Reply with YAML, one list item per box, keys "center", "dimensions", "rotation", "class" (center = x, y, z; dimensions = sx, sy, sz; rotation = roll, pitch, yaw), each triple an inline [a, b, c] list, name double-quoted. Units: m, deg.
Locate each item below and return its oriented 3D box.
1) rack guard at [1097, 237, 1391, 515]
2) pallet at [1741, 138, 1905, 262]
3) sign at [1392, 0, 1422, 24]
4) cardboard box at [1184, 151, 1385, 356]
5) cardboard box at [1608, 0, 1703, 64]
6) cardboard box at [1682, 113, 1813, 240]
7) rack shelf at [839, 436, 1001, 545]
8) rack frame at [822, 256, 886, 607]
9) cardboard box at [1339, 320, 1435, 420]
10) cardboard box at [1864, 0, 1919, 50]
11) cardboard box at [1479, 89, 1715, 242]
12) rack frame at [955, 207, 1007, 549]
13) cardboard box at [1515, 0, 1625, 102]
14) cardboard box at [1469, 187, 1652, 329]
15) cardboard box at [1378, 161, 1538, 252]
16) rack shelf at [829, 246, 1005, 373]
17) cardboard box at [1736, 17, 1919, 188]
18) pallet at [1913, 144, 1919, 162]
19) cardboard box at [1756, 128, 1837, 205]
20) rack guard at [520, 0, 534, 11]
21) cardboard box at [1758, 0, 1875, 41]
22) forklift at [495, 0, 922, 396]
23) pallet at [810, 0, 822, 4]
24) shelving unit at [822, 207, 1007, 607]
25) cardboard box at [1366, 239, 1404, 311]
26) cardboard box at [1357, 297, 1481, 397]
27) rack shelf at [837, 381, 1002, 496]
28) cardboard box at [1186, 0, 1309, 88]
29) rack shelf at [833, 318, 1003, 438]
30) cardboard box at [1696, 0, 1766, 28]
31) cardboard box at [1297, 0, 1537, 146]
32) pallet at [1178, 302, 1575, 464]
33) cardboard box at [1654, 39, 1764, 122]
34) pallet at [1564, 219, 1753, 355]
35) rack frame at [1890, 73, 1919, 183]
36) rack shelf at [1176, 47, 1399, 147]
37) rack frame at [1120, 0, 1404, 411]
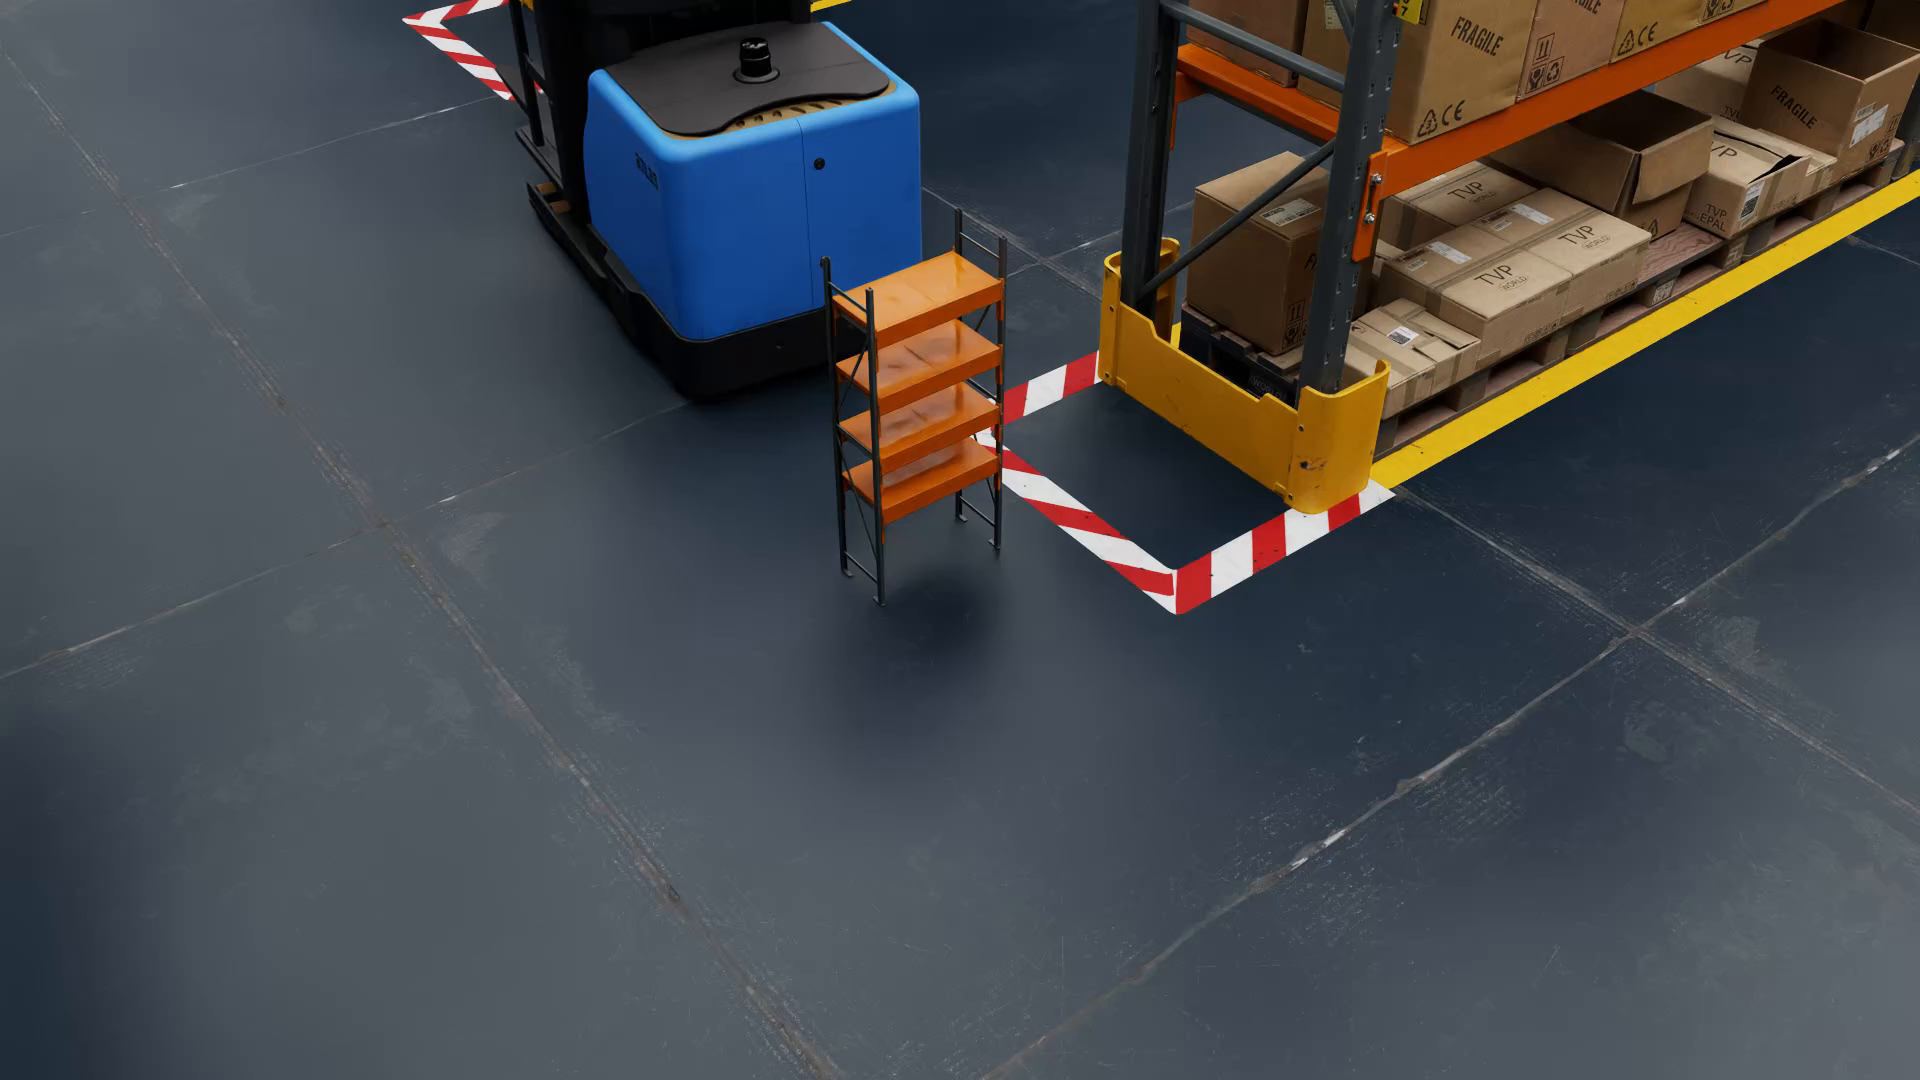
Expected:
- center: [1.007, -0.626, 6.119]
  dimensions: [0.348, 0.500, 1.175]
  rotation: [-26, 46, -28]
  class: "rack guard"
- center: [3.574, -1.766, 7.736]
  dimensions: [1.213, 0.211, 1.003]
  rotation: [-26, 46, -28]
  class: "pallet"
- center: [1.278, -1.625, 4.683]
  dimensions: [0.005, 0.325, 0.100]
  rotation: [-26, 46, -28]
  class: "sign"
- center: [1.228, -1.101, 6.351]
  dimensions: [0.500, 0.500, 0.500]
  rotation: [-26, 46, -28]
  class: "cardboard box"
- center: [2.265, -2.035, 5.787]
  dimensions: [0.500, 0.500, 0.500]
  rotation: [-26, 46, -28]
  class: "cardboard box"
- center: [3.245, -1.587, 7.093]
  dimensions: [0.500, 0.311, 0.500]
  rotation: [-26, 46, -28]
  class: "cardboard box"
- center: [-0.131, -0.194, 5.460]
  dimensions: [0.480, 0.148, 0.258]
  rotation: [-26, 46, -28]
  class: "rack shelf"
- center: [-0.325, -0.306, 5.177]
  dimensions: [0.015, 1.200, 0.240]
  rotation: [-26, 46, -28]
  class: "rack frame"
- center: [1.489, -0.620, 6.042]
  dimensions: [0.250, 0.149, 0.380]
  rotation: [-26, 46, -28]
  class: "cardboard box"
- center: [4.651, -2.377, 7.907]
  dimensions: [0.500, 0.500, 0.500]
  rotation: [-28, 47, -30]
  class: "cardboard box"
- center: [2.632, -1.585, 6.939]
  dimensions: [0.637, 0.503, 0.797]
  rotation: [-26, 46, -28]
  class: "cardboard box"
- center: [0.062, -0.494, 5.406]
  dimensions: [0.015, 1.200, 0.240]
  rotation: [-26, 46, -28]
  class: "rack frame"
- center: [1.865, -1.843, 5.553]
  dimensions: [0.500, 0.500, 0.500]
  rotation: [-26, 46, -28]
  class: "cardboard box"
- center: [2.344, -1.124, 6.576]
  dimensions: [0.500, 0.250, 0.500]
  rotation: [-26, 46, -28]
  class: "cardboard box"
- center: [2.000, -1.356, 6.859]
  dimensions: [0.500, 0.250, 0.500]
  rotation: [-26, 46, -28]
  class: "cardboard box"
- center: [-0.131, -0.704, 5.042]
  dimensions: [0.480, 0.148, 0.258]
  rotation: [-26, 46, -28]
  class: "rack shelf"
- center: [3.840, -1.950, 7.386]
  dimensions: [0.500, 0.500, 0.500]
  rotation: [-26, 46, -28]
  class: "cardboard box"
- center: [4.741, -2.364, 8.466]
  dimensions: [1.213, 0.211, 1.003]
  rotation: [-26, 46, -28]
  class: "pallet"
- center: [3.579, -1.639, 7.284]
  dimensions: [0.250, 0.149, 0.380]
  rotation: [-26, 46, -28]
  class: "cardboard box"
- center: [-2.079, -3.073, 9.102]
  dimensions: [0.348, 0.500, 1.175]
  rotation: [-26, 46, -28]
  class: "rack guard"
- center: [4.335, -2.648, 8.236]
  dimensions: [0.500, 0.500, 0.500]
  rotation: [-26, 46, -28]
  class: "cardboard box"
- center: [-1.288, -2.600, 6.608]
  dimensions: [1.130, 2.935, 3.031]
  rotation: [-19, 43, -22]
  class: "forklift"
- center: [-1.391, -3.277, 9.578]
  dimensions: [1.213, 0.211, 1.003]
  rotation: [-26, 46, -28]
  class: "pallet"
- center: [-0.131, -0.400, 5.291]
  dimensions: [0.503, 1.200, 0.258]
  rotation: [-26, 46, -28]
  class: "shelving unit"
- center: [1.604, -1.083, 6.592]
  dimensions: [0.250, 0.166, 0.380]
  rotation: [-26, 46, -28]
  class: "cardboard box"
- center: [1.687, -0.724, 6.154]
  dimensions: [0.250, 0.166, 0.380]
  rotation: [-26, 46, -28]
  class: "cardboard box"
- center: [-0.131, -0.348, 5.334]
  dimensions: [0.480, 0.148, 0.258]
  rotation: [-26, 46, -28]
  class: "rack shelf"
- center: [1.136, -1.912, 5.637]
  dimensions: [0.500, 0.500, 0.500]
  rotation: [-25, 45, -27]
  class: "cardboard box"
- center: [-0.131, -0.521, 5.192]
  dimensions: [0.480, 0.148, 0.258]
  rotation: [-26, 46, -28]
  class: "rack shelf"
- center: [2.663, -2.228, 6.022]
  dimensions: [0.500, 0.500, 0.500]
  rotation: [-25, 46, -28]
  class: "cardboard box"
- center: [1.460, -1.641, 5.306]
  dimensions: [0.500, 0.500, 0.500]
  rotation: [-25, 46, -27]
  class: "cardboard box"
- center: [1.639, -0.823, 6.587]
  dimensions: [1.213, 0.211, 1.003]
  rotation: [-26, 46, -28]
  class: "pallet"
- center: [3.654, -2.186, 7.823]
  dimensions: [0.500, 0.311, 0.500]
  rotation: [-26, 46, -28]
  class: "cardboard box"
- center: [2.606, -1.292, 7.159]
  dimensions: [1.213, 0.211, 1.003]
  rotation: [-26, 46, -28]
  class: "pallet"
- center: [4.119, -3.109, 7.175]
  dimensions: [0.127, 3.000, 1.000]
  rotation: [-26, 46, -28]
  class: "rack frame"
- center: [2.533, -2.134, 6.399]
  dimensions: [3.809, 0.124, 0.919]
  rotation: [-26, 46, -28]
  class: "rack shelf"
- center: [0.947, -1.563, 5.290]
  dimensions: [0.127, 3.000, 1.000]
  rotation: [-26, 46, -28]
  class: "rack frame"
